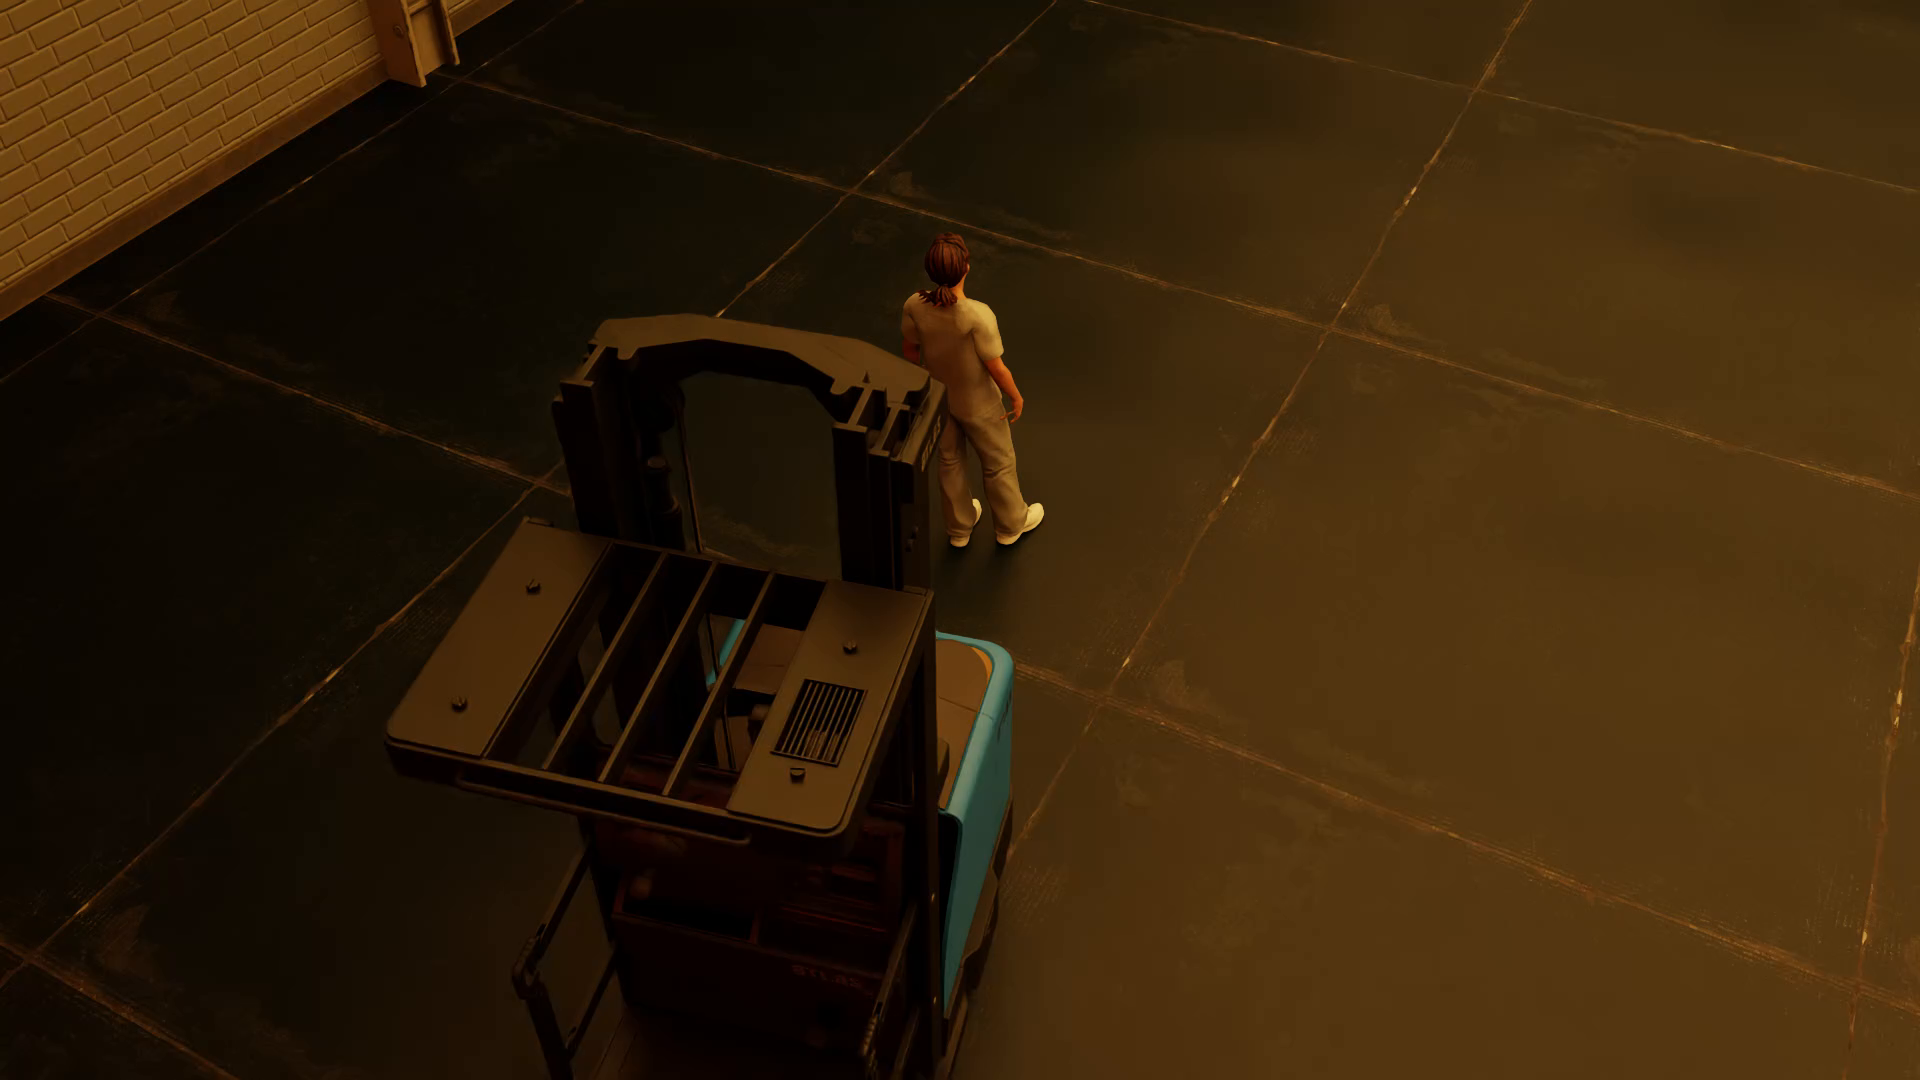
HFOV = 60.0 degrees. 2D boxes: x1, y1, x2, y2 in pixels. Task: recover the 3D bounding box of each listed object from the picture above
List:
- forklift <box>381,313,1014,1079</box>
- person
[{"bbox_3d":[-0.661,0.980,4.614,1.130,2.935,3.031,10,44,10],"label":"forklift"},{"bbox_3d":[0.047,-0.652,7.258,0.549,1.663,0.548,20,47,20],"label":"person"}]
